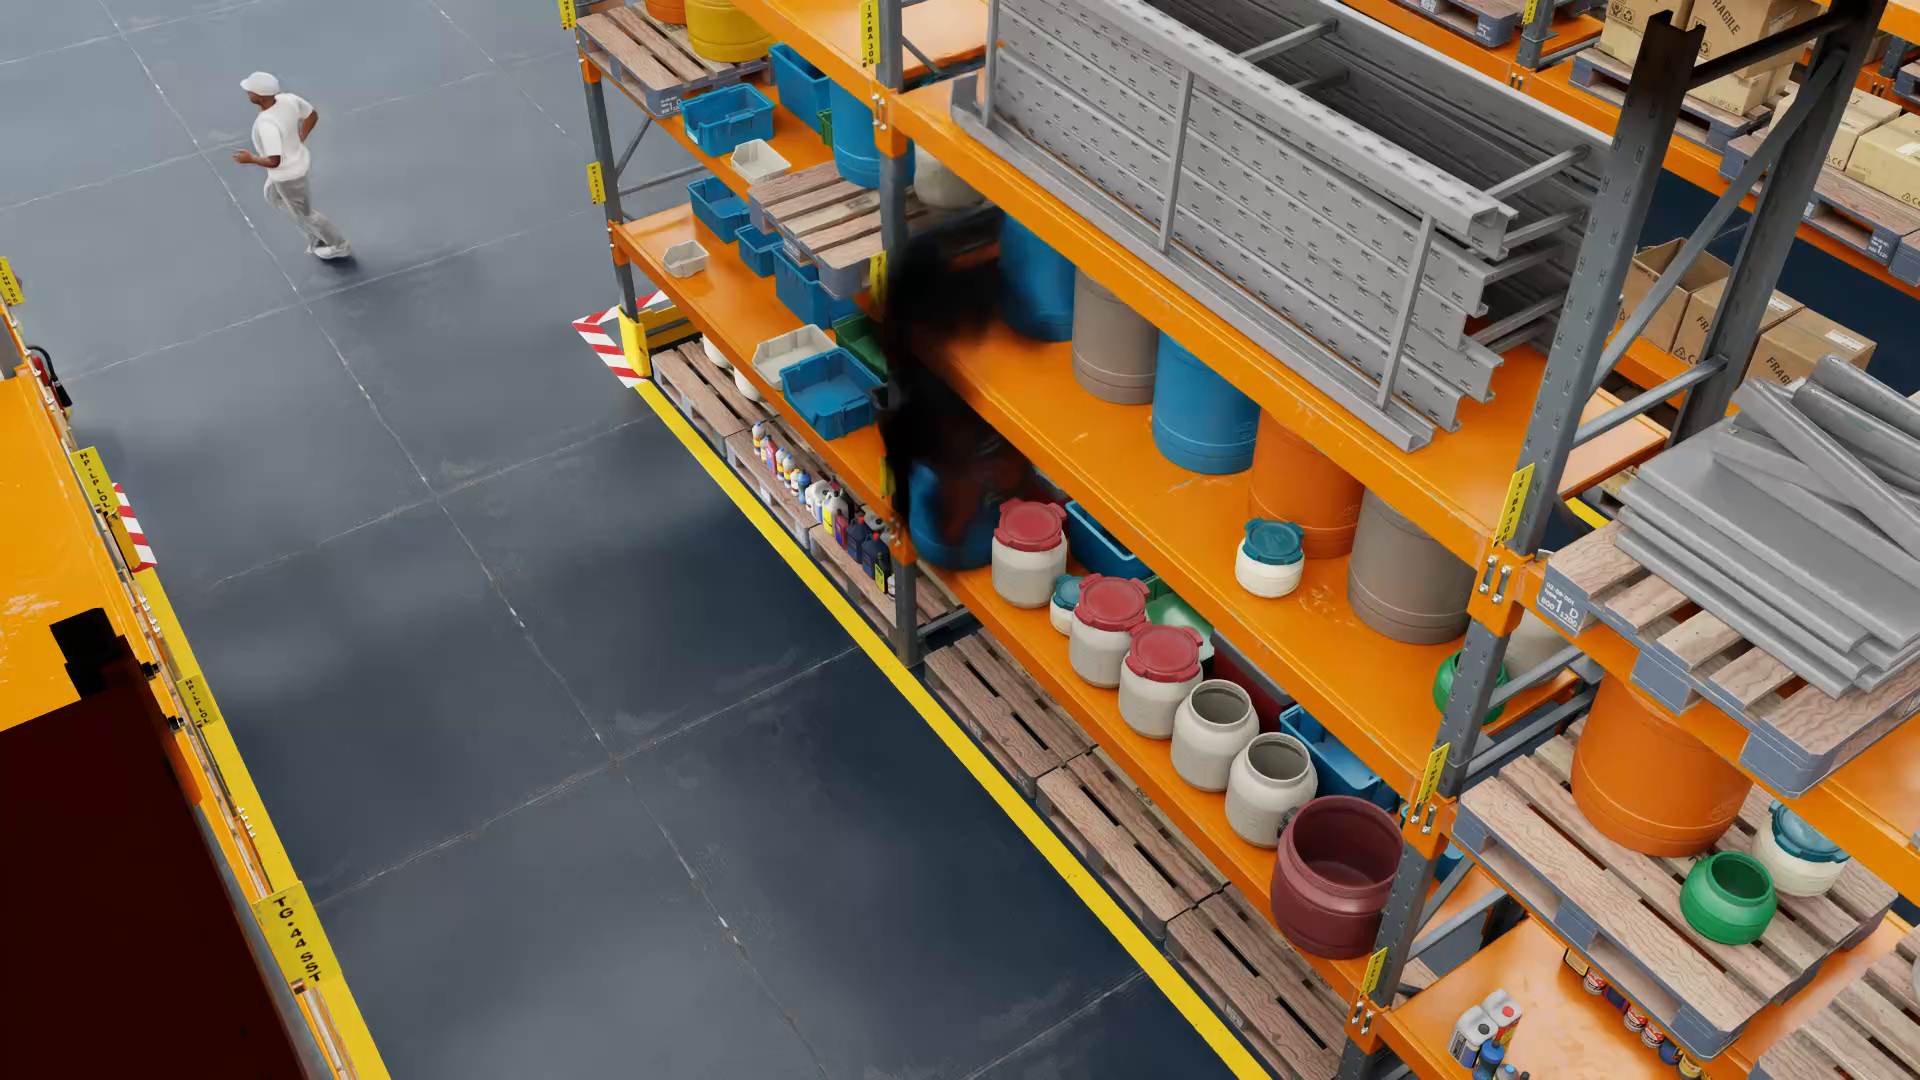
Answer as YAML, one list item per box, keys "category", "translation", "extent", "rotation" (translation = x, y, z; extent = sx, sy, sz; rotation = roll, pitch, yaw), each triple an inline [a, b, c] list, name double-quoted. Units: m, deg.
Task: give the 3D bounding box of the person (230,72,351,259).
- category: "person"
  translation: [-5.602, -3.074, 13.815]
  extent: [0.700, 1.773, 0.673]
  rotation: [-3, 43, -4]
